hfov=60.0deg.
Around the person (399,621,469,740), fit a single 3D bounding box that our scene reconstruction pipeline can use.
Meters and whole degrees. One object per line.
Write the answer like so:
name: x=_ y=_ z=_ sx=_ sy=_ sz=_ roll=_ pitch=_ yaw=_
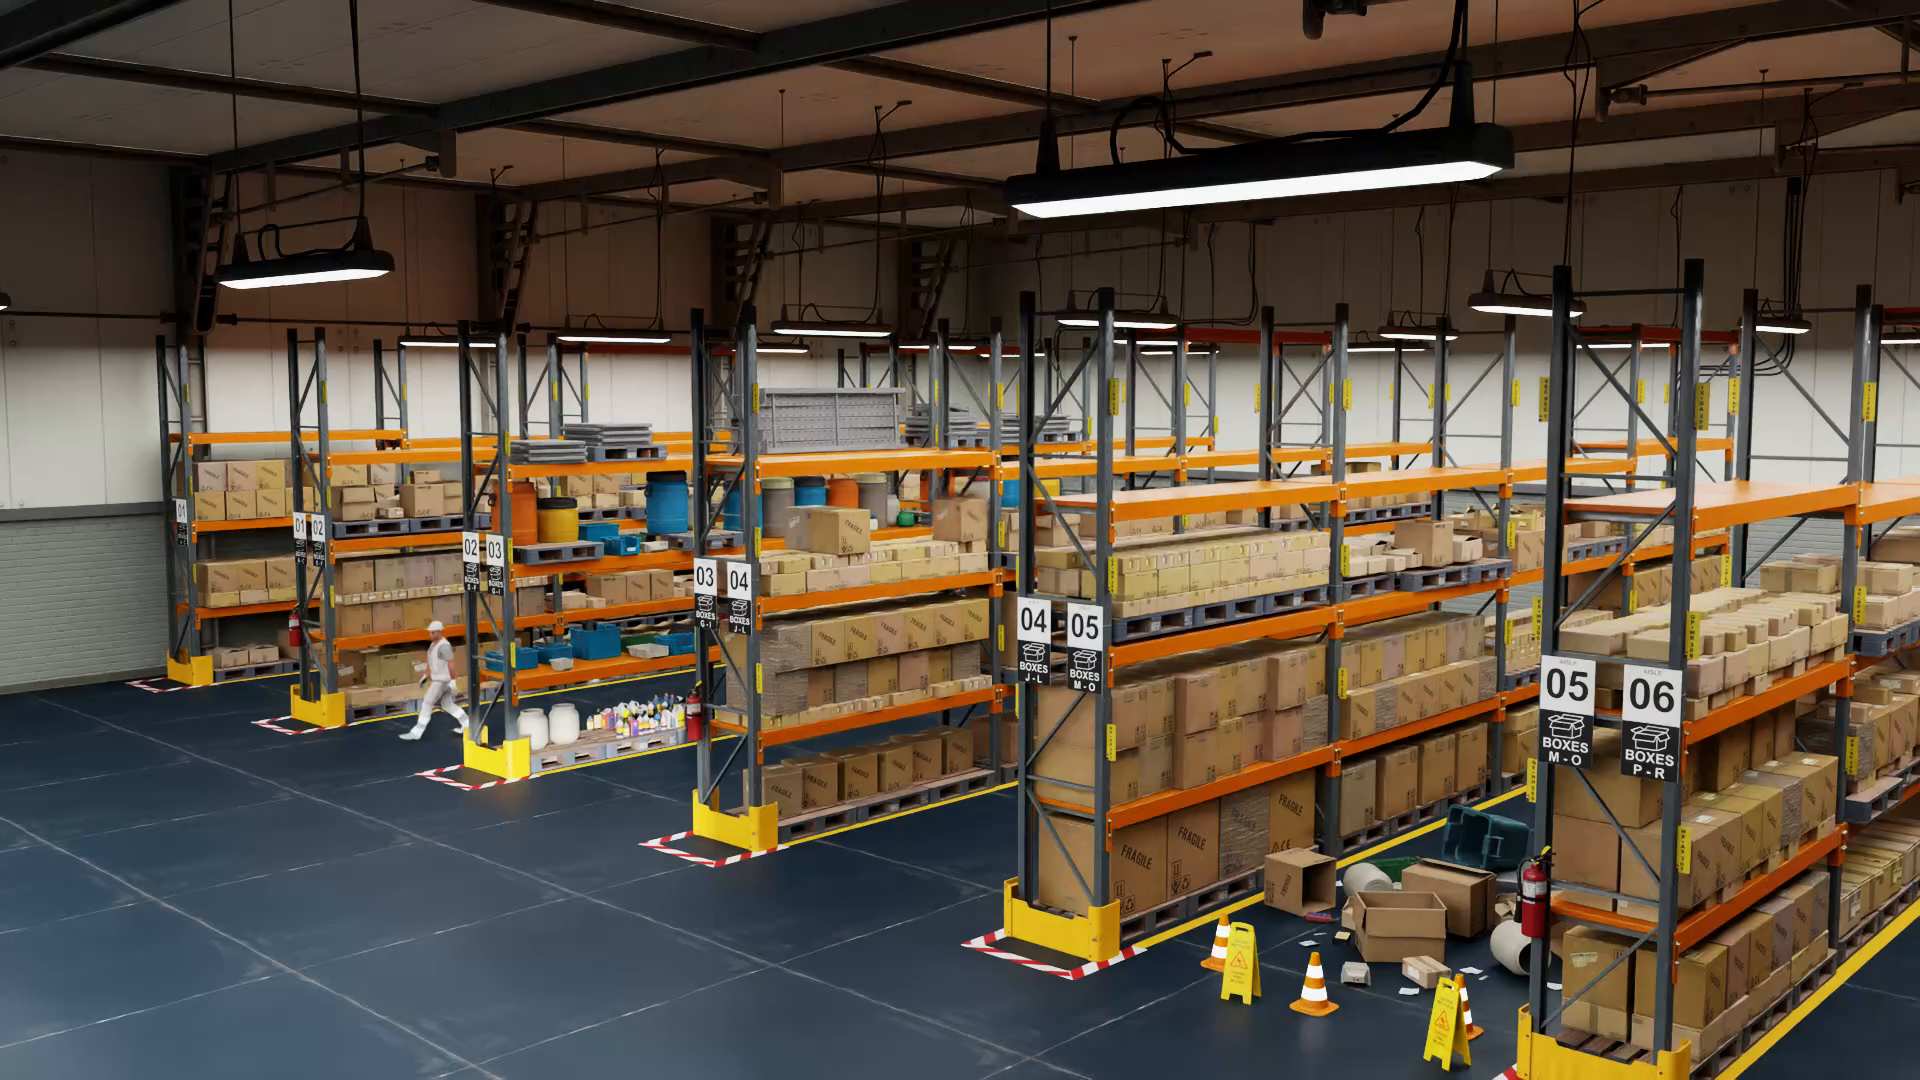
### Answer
person: x=-7.644 y=2.031 z=24.213 sx=1.073 sy=1.716 sz=0.525 roll=-3 pitch=6 yaw=-28
